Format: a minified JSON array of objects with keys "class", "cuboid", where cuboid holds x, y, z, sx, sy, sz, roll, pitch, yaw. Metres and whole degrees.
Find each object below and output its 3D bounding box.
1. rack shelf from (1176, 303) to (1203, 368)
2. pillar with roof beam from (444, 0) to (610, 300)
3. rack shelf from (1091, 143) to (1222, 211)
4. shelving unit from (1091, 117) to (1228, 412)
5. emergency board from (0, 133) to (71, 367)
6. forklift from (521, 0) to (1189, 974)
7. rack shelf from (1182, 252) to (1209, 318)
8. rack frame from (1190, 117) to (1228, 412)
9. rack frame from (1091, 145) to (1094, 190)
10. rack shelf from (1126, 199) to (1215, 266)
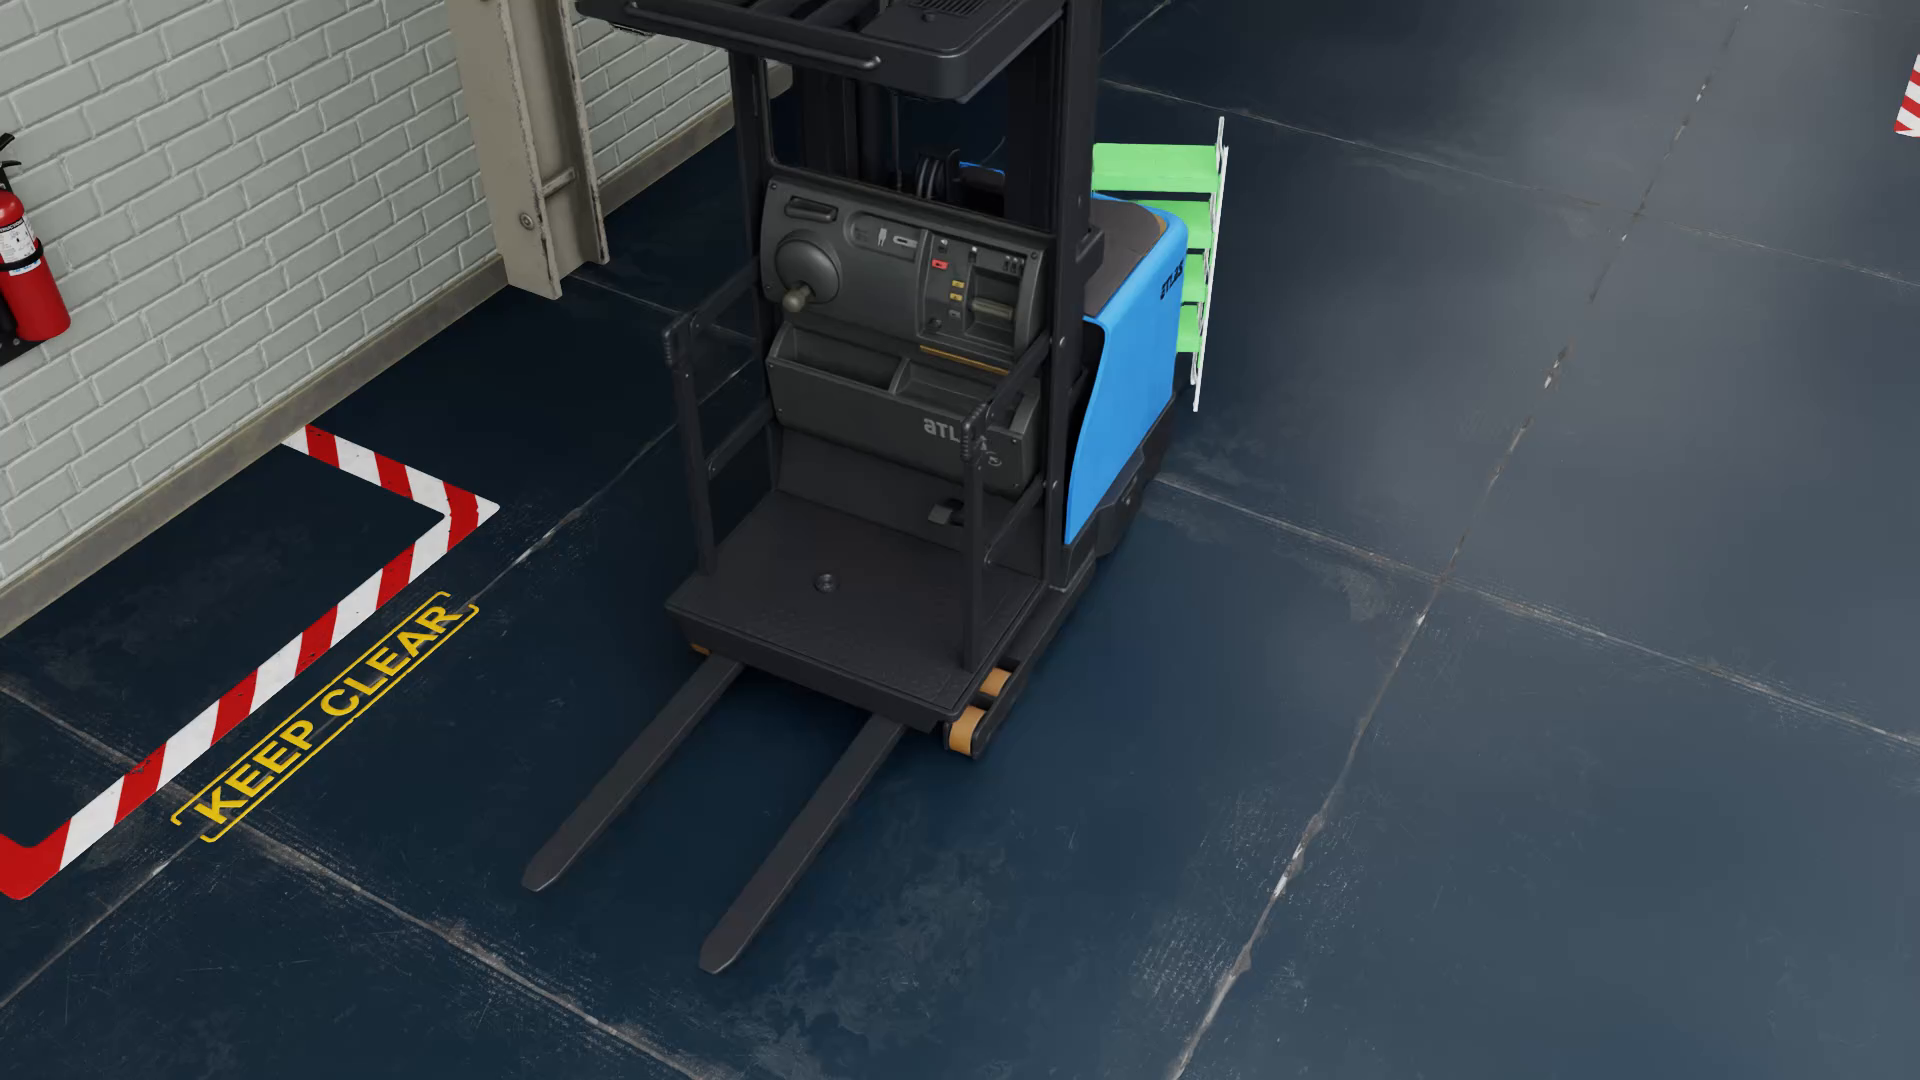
[{"class":"rack shelf","cuboid":[0.732,-0.838,6.753,0.480,0.148,0.258,2,42,2]},{"class":"pillar with roof beam","cuboid":[1.872,-3.196,3.070,9.100,9.000,0.400,21,45,22]},{"class":"rack shelf","cuboid":[0.732,-1.377,6.275,0.480,0.148,0.258,2,42,2]},{"class":"shelving unit","cuboid":[0.732,-1.066,6.551,0.503,1.200,0.258,2,42,2]},{"class":"emergency board","cuboid":[-3.125,-0.966,5.078,0.194,1.169,0.643,21,45,22]},{"class":"forklift","cuboid":[-0.283,-0.733,4.865,1.130,2.935,3.031,19,45,20]},{"class":"rack shelf","cuboid":[0.732,-1.018,6.594,0.480,0.148,0.258,2,42,2]},{"class":"rack frame","cuboid":[0.976,-1.058,6.543,0.015,1.200,0.240,2,42,2]},{"class":"rack frame","cuboid":[0.488,-1.073,6.560,0.015,1.200,0.240,2,42,2]},{"class":"rack shelf","cuboid":[0.732,-1.197,6.434,0.480,0.148,0.258,2,42,2]}]
